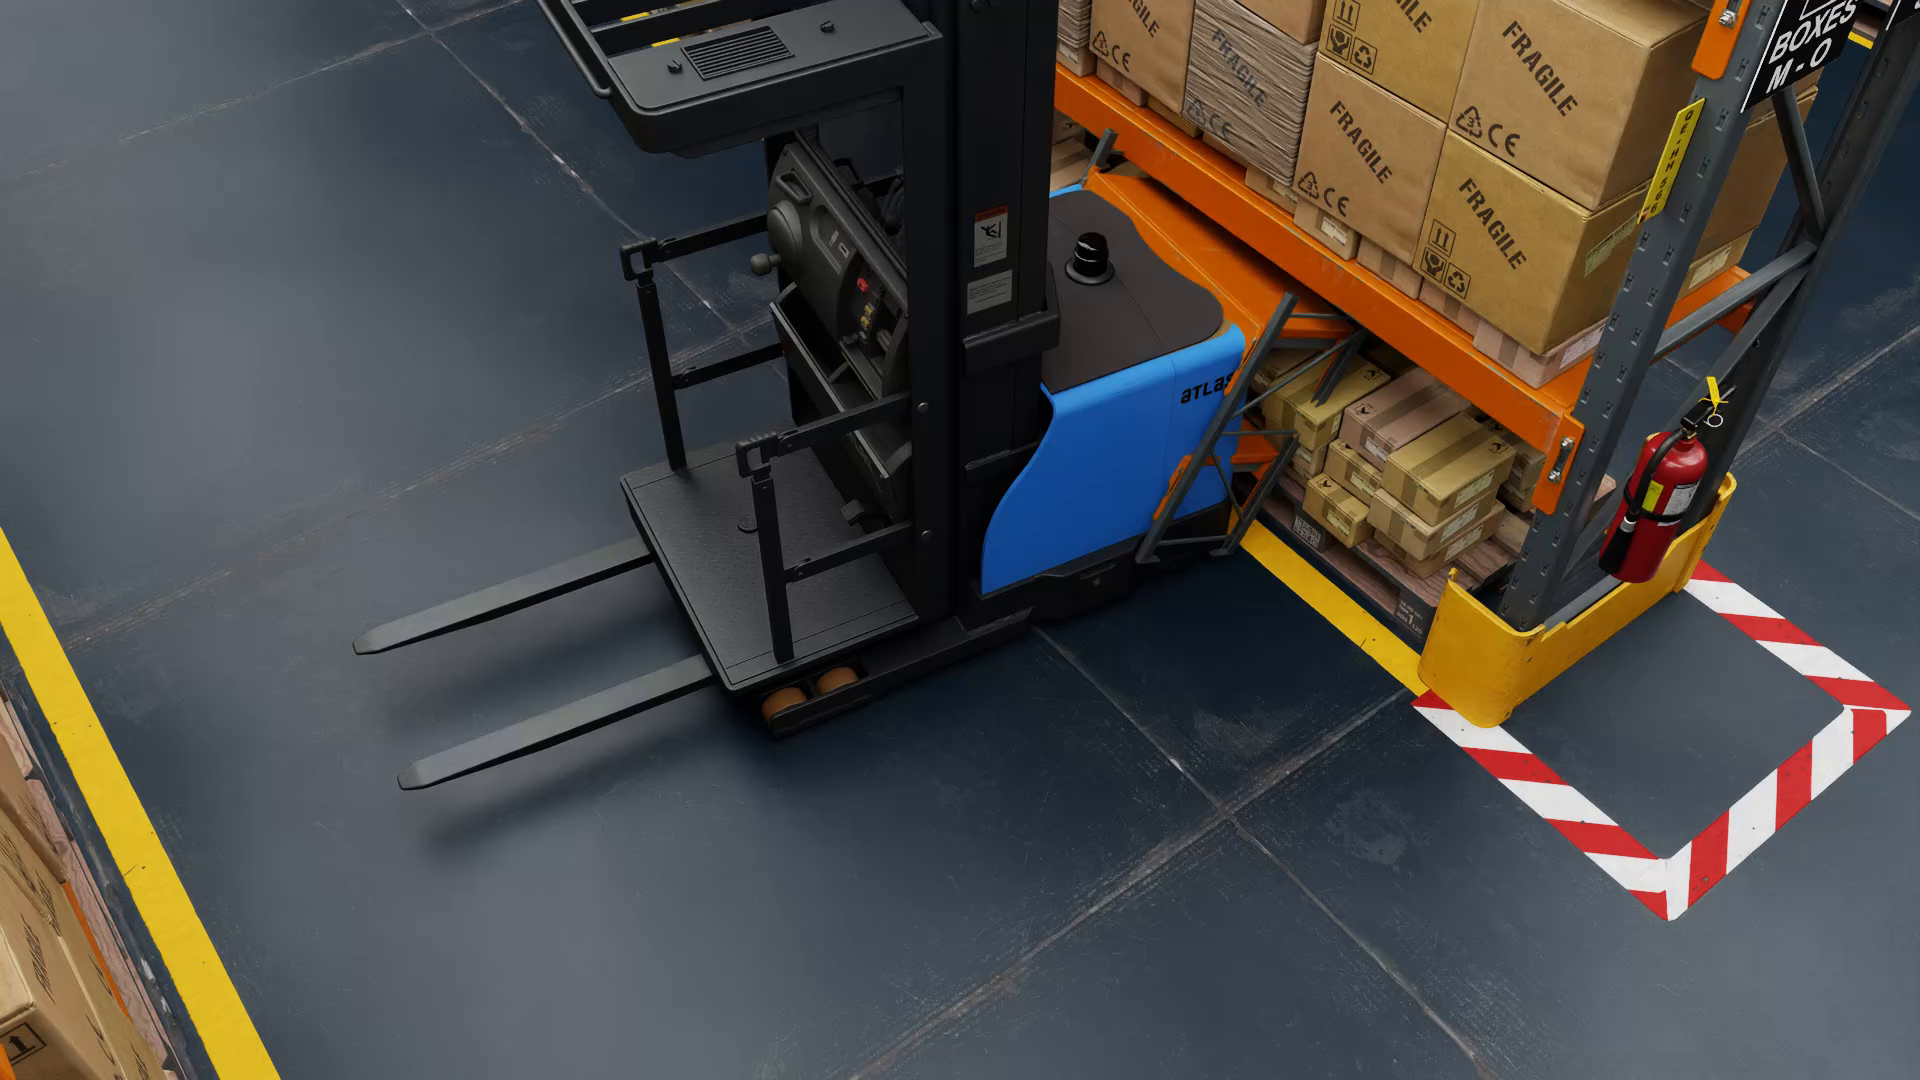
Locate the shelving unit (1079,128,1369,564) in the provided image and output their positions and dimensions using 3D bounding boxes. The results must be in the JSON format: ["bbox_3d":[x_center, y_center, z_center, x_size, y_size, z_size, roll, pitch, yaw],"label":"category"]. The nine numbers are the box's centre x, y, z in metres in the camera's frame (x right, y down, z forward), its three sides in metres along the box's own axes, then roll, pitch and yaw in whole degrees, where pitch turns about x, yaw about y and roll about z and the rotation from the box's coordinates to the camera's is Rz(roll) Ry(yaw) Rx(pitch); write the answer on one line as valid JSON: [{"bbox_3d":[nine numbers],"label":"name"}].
[{"bbox_3d":[0.762,-0.697,6.006,0.538,1.125,1.048,-5,44,-39],"label":"shelving unit"}]

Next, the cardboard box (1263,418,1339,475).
[{"bbox_3d":[1.328,-0.436,6.061,0.380,0.149,0.250,-32,55,-25],"label":"cardboard box"}]

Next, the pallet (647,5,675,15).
[{"bbox_3d":[-1.446,-3.264,9.067,1.003,0.211,1.213,-29,54,-24],"label":"pallet"}]

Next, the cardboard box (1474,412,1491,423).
[{"bbox_3d":[1.957,-0.559,6.172,0.380,0.149,0.250,-30,54,-24],"label":"cardboard box"}]

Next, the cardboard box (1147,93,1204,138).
[{"bbox_3d":[0.885,-1.593,5.840,0.380,0.149,0.250,-29,54,-23],"label":"cardboard box"}]

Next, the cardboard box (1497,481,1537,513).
[{"bbox_3d":[2.128,-0.300,6.138,0.380,0.149,0.250,-28,54,-23],"label":"cardboard box"}]

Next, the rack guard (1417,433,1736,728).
[{"bbox_3d":[2.145,0.130,5.794,1.175,0.500,0.348,-29,54,-24],"label":"rack guard"}]

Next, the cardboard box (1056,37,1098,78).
[{"bbox_3d":[0.516,-1.870,6.090,0.380,0.149,0.250,-27,53,-22],"label":"cardboard box"}]

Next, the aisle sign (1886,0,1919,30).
[{"bbox_3d":[2.474,-1.629,3.947,0.394,0.787,0.004,-29,54,-24],"label":"aisle sign"}]

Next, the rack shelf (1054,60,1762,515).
[{"bbox_3d":[0.980,-1.602,6.163,1.077,0.370,4.000,-29,54,-24],"label":"rack shelf"}]

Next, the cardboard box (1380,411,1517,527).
[{"bbox_3d":[1.669,-0.246,5.688,0.380,0.149,0.250,-29,54,-24],"label":"cardboard box"}]

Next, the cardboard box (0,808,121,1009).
[{"bbox_3d":[-2.078,0.885,3.356,0.500,0.500,0.500,-30,54,-24],"label":"cardboard box"}]

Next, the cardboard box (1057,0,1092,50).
[{"bbox_3d":[0.450,-2.150,5.906,0.500,0.500,0.500,-31,55,-25],"label":"cardboard box"}]

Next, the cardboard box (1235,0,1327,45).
[{"bbox_3d":[1.087,-1.893,4.998,0.500,0.500,0.500,-27,53,-22],"label":"cardboard box"}]

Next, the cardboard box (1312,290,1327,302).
[{"bbox_3d":[1.454,-1.100,6.462,0.380,0.149,0.250,-27,53,-23],"label":"cardboard box"}]

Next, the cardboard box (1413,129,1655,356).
[{"bbox_3d":[1.714,-0.947,4.816,0.500,0.500,0.500,-28,54,-23],"label":"cardboard box"}]

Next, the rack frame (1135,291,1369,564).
[{"bbox_3d":[1.023,-0.367,5.720,0.500,1.125,0.032,-5,44,-39],"label":"rack frame"}]

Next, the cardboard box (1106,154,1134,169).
[{"bbox_3d":[0.806,-1.626,7.139,0.380,0.149,0.250,-28,54,-23],"label":"cardboard box"}]

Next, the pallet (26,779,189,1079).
[{"bbox_3d":[-2.968,1.397,4.841,1.003,0.211,1.213,-29,54,-24],"label":"pallet"}]

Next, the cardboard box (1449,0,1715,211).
[{"bbox_3d":[1.716,-1.292,4.453,0.500,0.500,0.500,-30,55,-25],"label":"cardboard box"}]

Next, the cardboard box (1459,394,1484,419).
[{"bbox_3d":[1.881,-0.618,6.024,0.380,0.149,0.250,-28,54,-23],"label":"cardboard box"}]

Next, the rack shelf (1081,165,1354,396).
[{"bbox_3d":[0.872,-0.919,5.850,0.538,0.278,1.000,-5,44,-39],"label":"rack shelf"}]

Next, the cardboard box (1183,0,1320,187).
[{"bbox_3d":[1.092,-1.548,5.360,0.500,0.500,0.500,-29,54,-24],"label":"cardboard box"}]

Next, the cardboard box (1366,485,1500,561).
[{"bbox_3d":[1.644,-0.131,5.784,0.380,0.149,0.250,-31,55,-25],"label":"cardboard box"}]

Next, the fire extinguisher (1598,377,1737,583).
[{"bbox_3d":[1.976,-0.157,4.672,0.296,0.674,0.183,-29,54,-24],"label":"fire extinguisher"}]

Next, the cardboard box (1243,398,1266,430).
[{"bbox_3d":[1.219,-0.505,6.324,0.380,0.149,0.250,-29,54,-24],"label":"cardboard box"}]

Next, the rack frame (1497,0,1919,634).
[{"bbox_3d":[2.191,-0.664,4.828,1.000,3.000,0.127,-29,54,-24],"label":"rack frame"}]

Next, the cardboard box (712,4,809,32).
[{"bbox_3d":[-0.880,-2.648,8.029,0.500,0.500,0.500,-30,55,-25],"label":"cardboard box"}]

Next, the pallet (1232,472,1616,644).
[{"bbox_3d":[1.681,-0.267,6.350,1.003,0.211,1.213,-29,54,-24],"label":"pallet"}]

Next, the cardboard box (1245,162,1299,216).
[{"bbox_3d":[1.175,-1.258,5.536,0.380,0.149,0.250,-32,55,-25],"label":"cardboard box"}]

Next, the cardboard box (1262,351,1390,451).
[{"bbox_3d":[1.304,-0.516,5.932,0.380,0.149,0.250,-31,55,-25],"label":"cardboard box"}]

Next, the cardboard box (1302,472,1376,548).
[{"bbox_3d":[1.470,-0.171,6.021,0.380,0.149,0.250,-28,54,-23],"label":"cardboard box"}]

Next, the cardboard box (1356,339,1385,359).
[{"bbox_3d":[1.670,-0.863,6.448,0.380,0.149,0.250,-28,54,-23],"label":"cardboard box"}]

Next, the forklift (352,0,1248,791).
[{"bbox_3d":[-0.559,-0.775,4.974,3.031,2.935,1.130,-21,51,-18],"label":"forklift"}]

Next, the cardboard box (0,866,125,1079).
[{"bbox_3d":[-1.751,0.836,2.725,0.500,0.500,0.500,-31,55,-25],"label":"cardboard box"}]

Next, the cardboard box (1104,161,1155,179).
[{"bbox_3d":[0.621,-1.340,6.680,0.380,0.149,0.250,-32,55,-25],"label":"cardboard box"}]

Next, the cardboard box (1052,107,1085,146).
[{"bbox_3d":[0.301,-1.651,6.961,0.380,0.149,0.250,-31,55,-25],"label":"cardboard box"}]

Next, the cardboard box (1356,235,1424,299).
[{"bbox_3d":[1.484,-0.950,5.256,0.380,0.149,0.250,-30,54,-24],"label":"cardboard box"}]

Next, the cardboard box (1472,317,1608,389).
[{"bbox_3d":[1.769,-0.645,4.980,0.380,0.149,0.250,-29,54,-24],"label":"cardboard box"}]
